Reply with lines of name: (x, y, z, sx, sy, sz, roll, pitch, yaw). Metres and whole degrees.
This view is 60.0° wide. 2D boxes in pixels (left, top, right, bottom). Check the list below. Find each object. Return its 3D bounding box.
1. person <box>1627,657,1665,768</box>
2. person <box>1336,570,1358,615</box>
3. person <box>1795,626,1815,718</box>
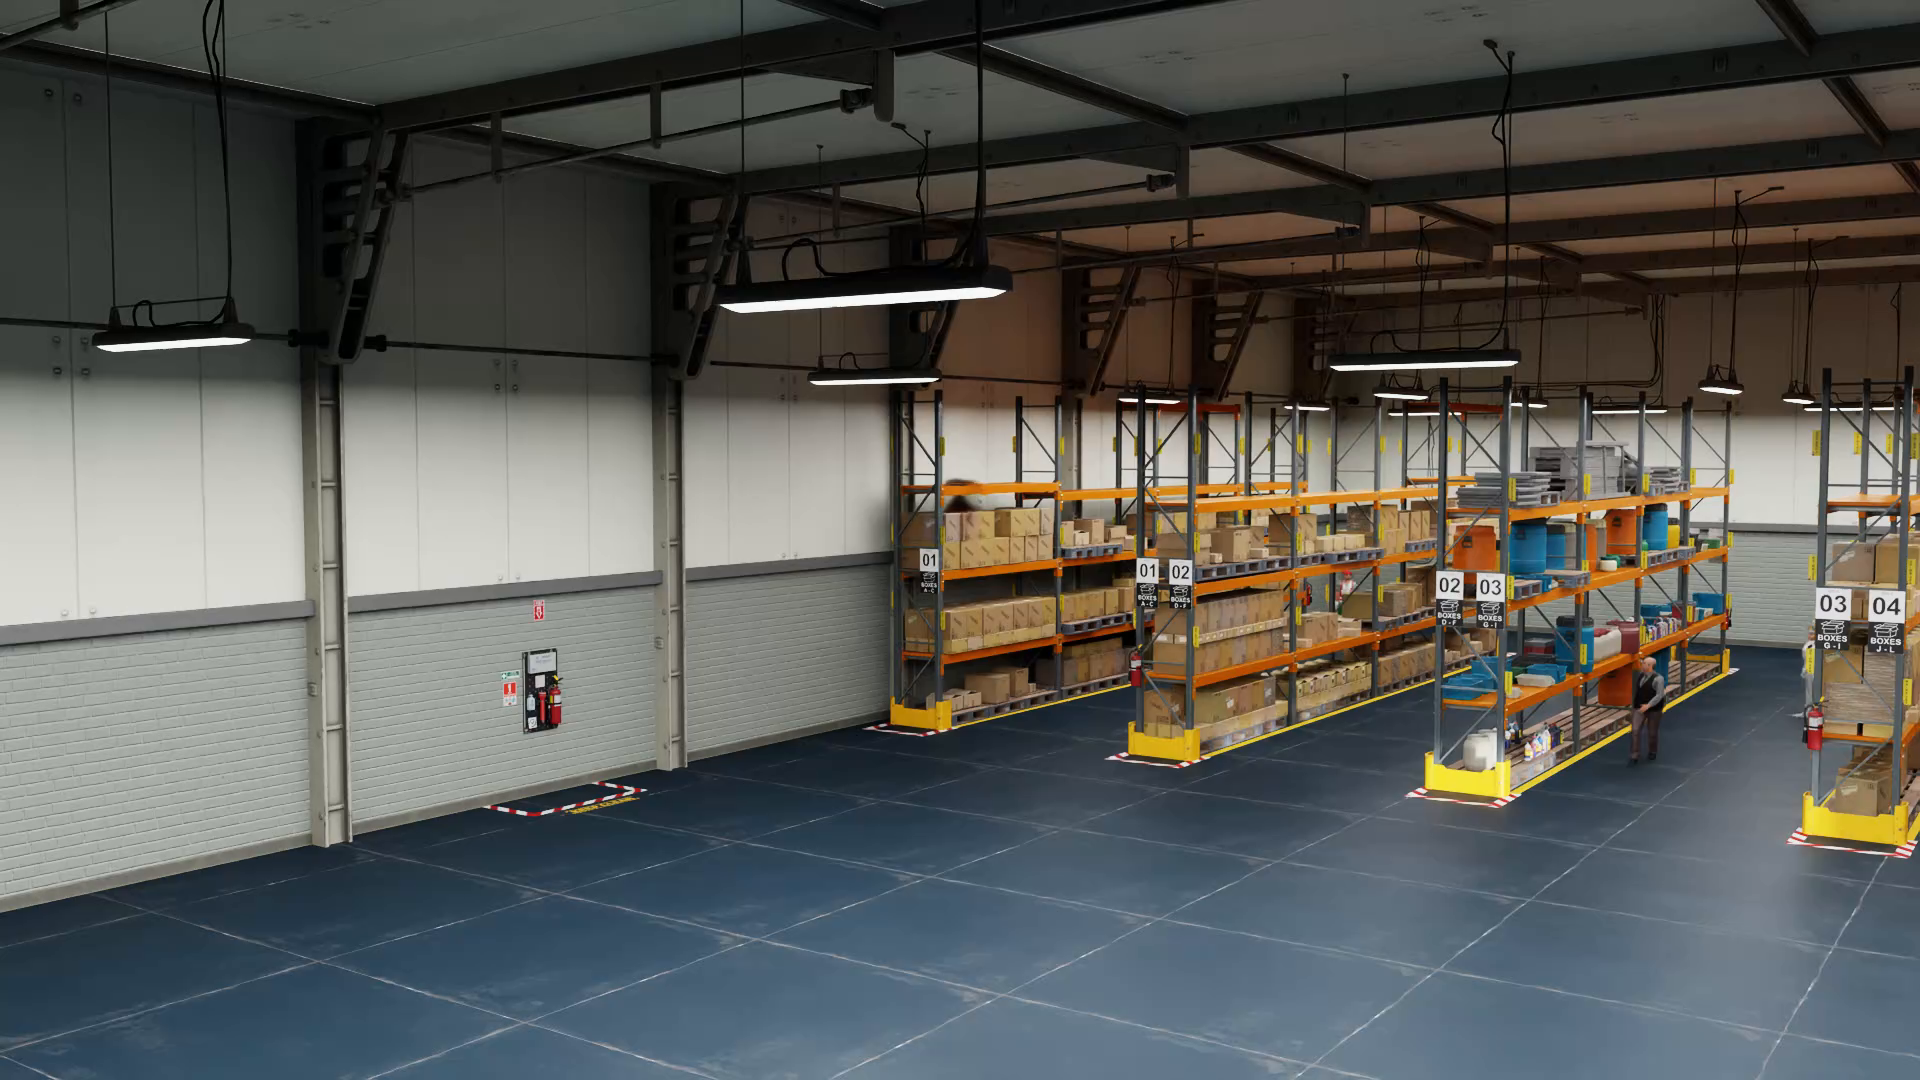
person: (10.852, 2.704, 26.190, 0.484, 1.723, 0.941, 2, 4, 37)
person: (10.152, 1.667, 43.509, 0.570, 1.794, 0.595, 0, 3, -2)
person: (15.688, 2.431, 30.738, 0.448, 1.688, 0.497, 1, 3, 21)
